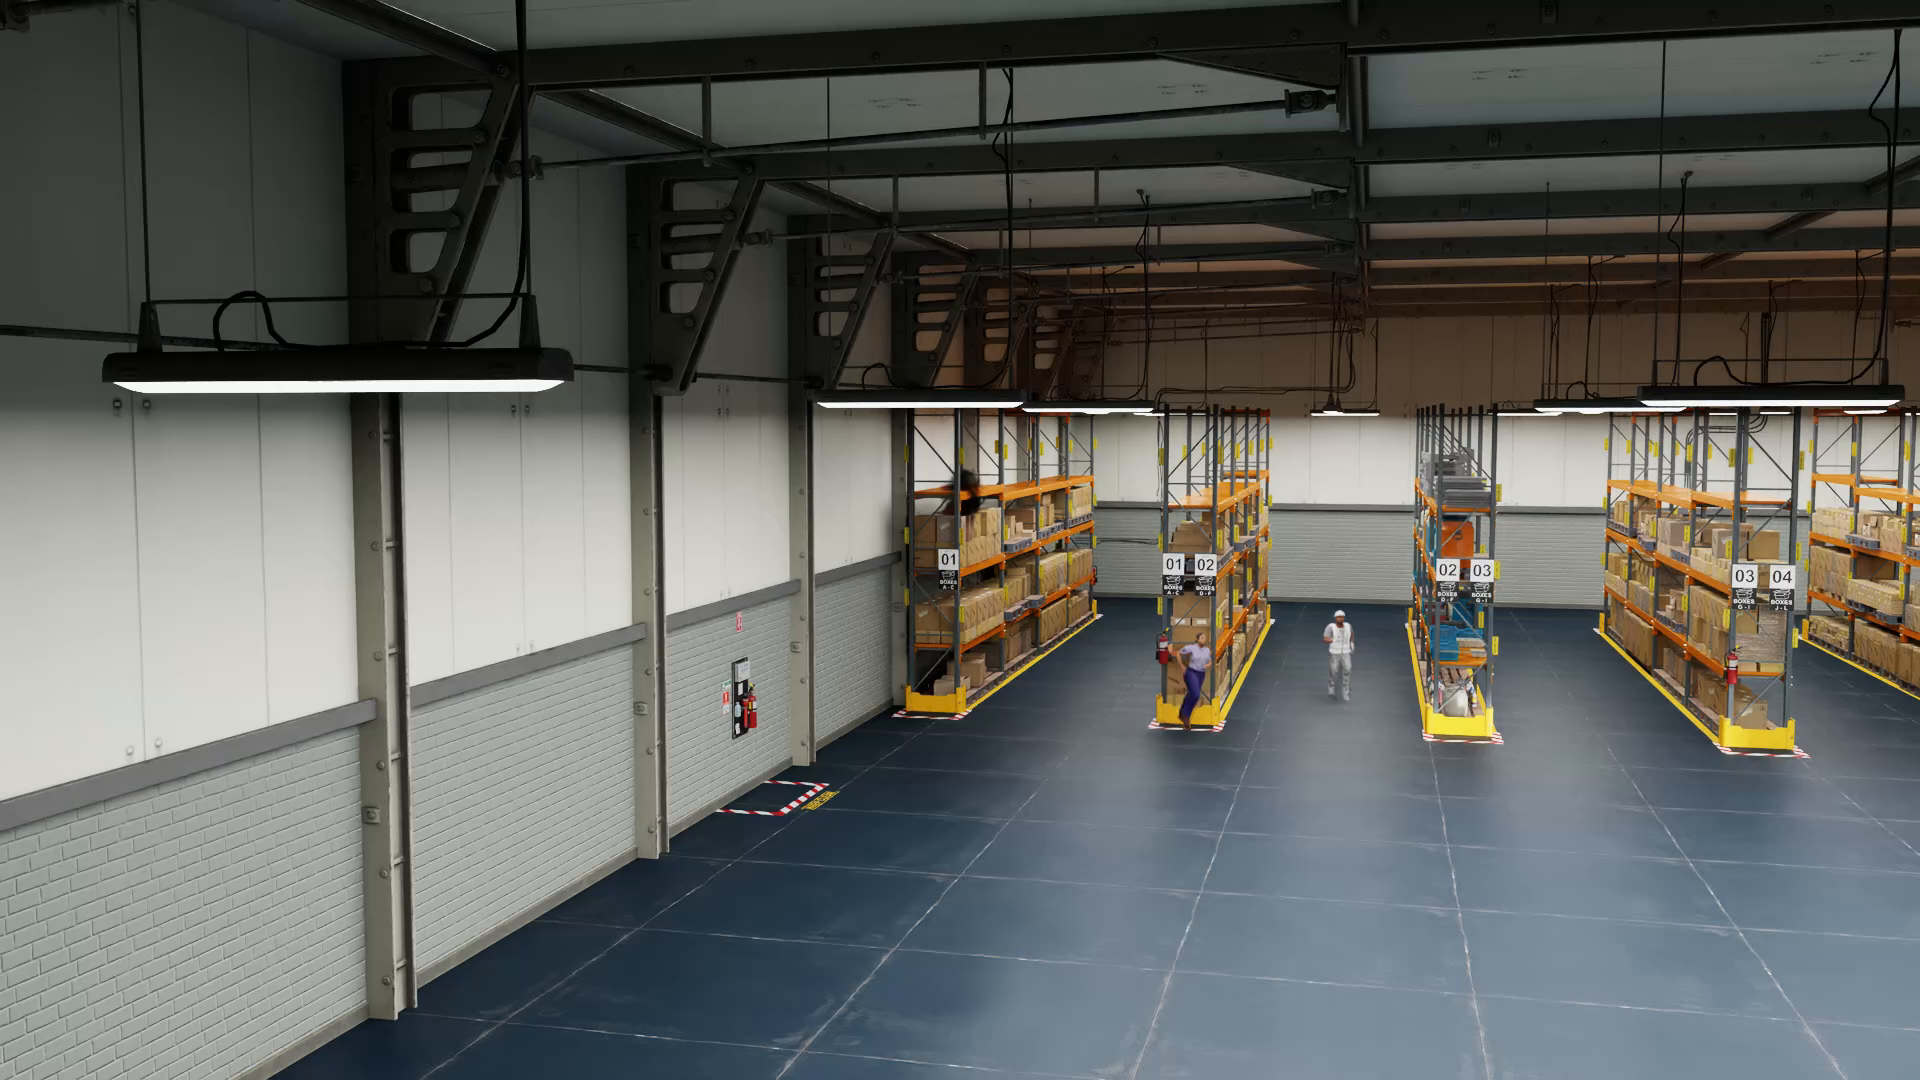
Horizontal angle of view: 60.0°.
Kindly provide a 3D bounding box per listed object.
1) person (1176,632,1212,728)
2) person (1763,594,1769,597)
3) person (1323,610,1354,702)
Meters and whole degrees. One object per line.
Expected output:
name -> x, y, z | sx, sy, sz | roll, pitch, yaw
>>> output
person -> 4.202, 2.494, 29.837 | 0.647, 1.683, 0.629 | -3, 5, -35
person -> 20.308, 1.908, 41.719 | 0.574, 1.607, 0.795 | 1, 4, 12
person -> 7.742, 2.354, 33.986 | 0.704, 1.851, 0.796 | 0, 4, -3
